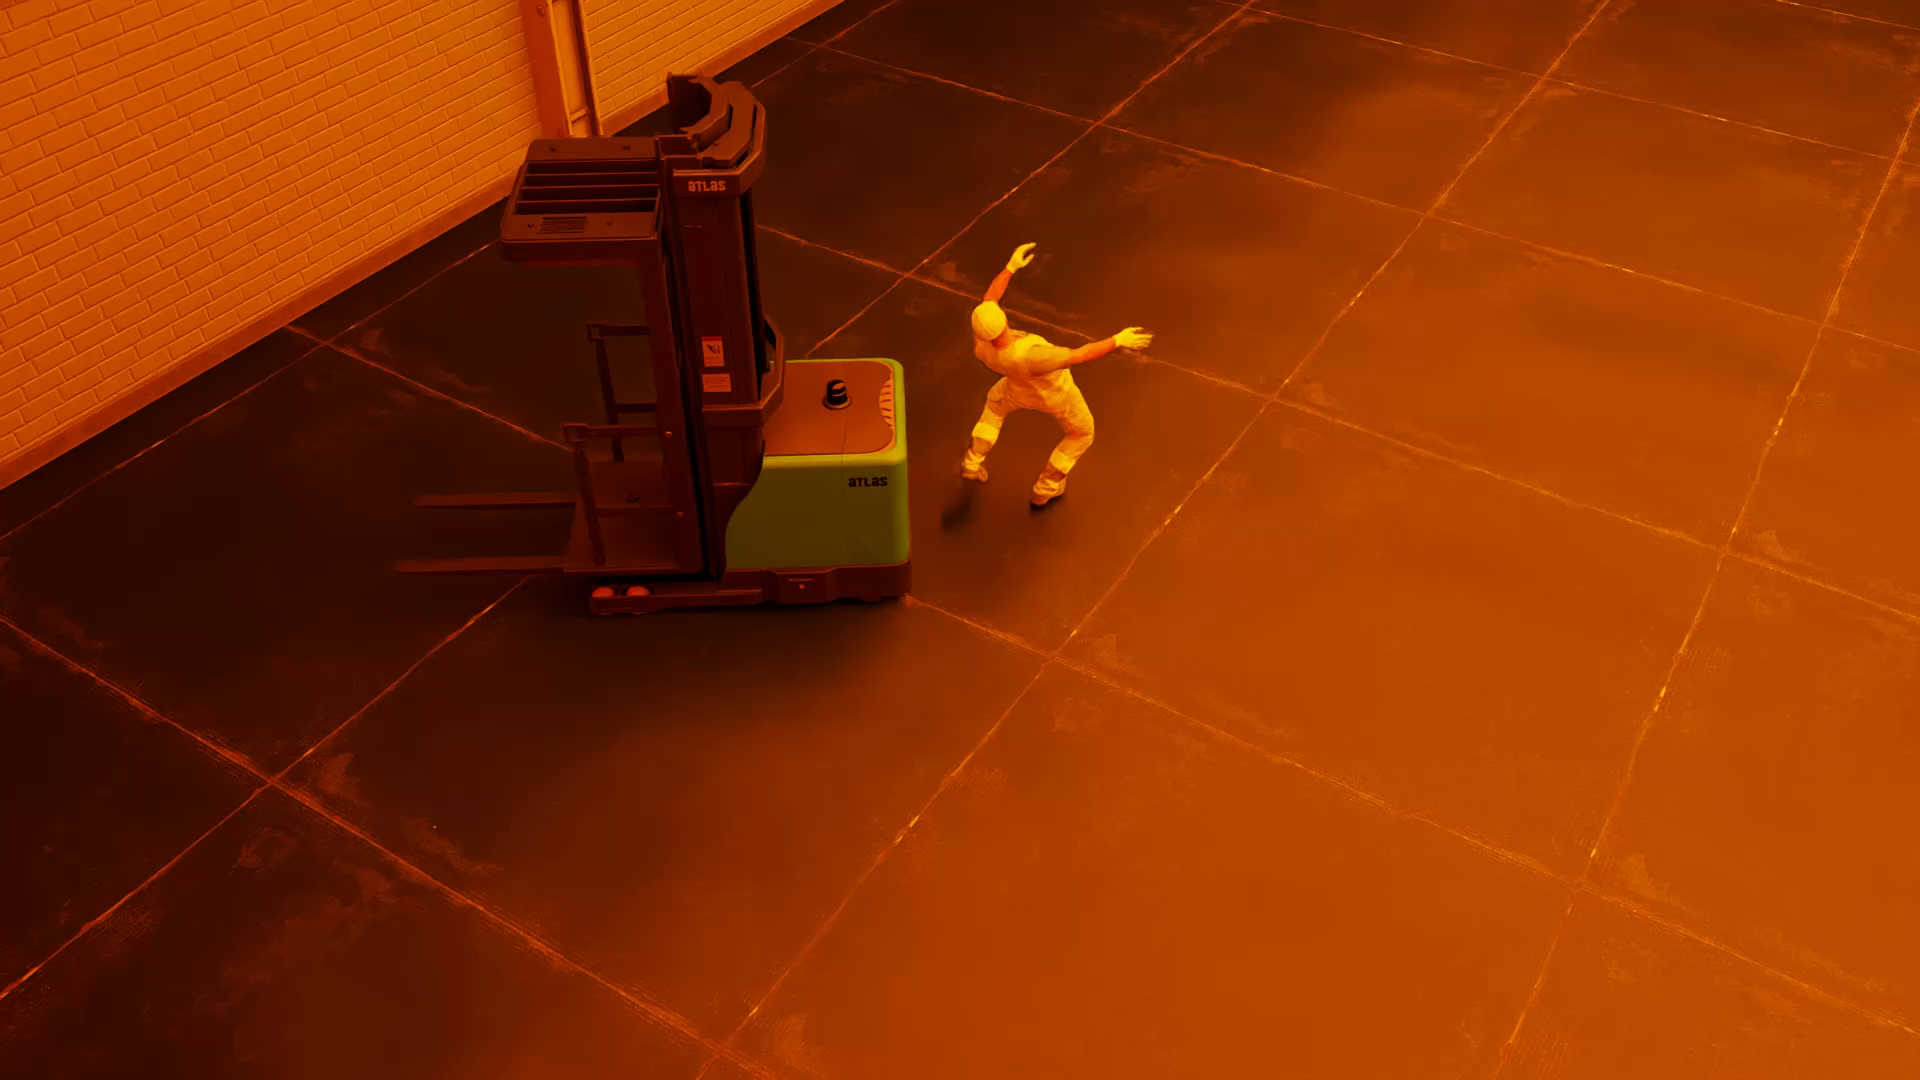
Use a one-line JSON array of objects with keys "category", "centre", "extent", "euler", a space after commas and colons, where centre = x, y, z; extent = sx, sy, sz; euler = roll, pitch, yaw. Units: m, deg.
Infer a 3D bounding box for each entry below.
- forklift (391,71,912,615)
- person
[{"category": "forklift", "centre": [-1.814, -1.030, 9.183], "extent": [3.031, 2.935, 1.130], "euler": [-2, 40, -2]}, {"category": "person", "centre": [0.551, -0.871, 9.973], "extent": [1.081, 1.604, 0.700], "euler": [17, 43, 19]}]
